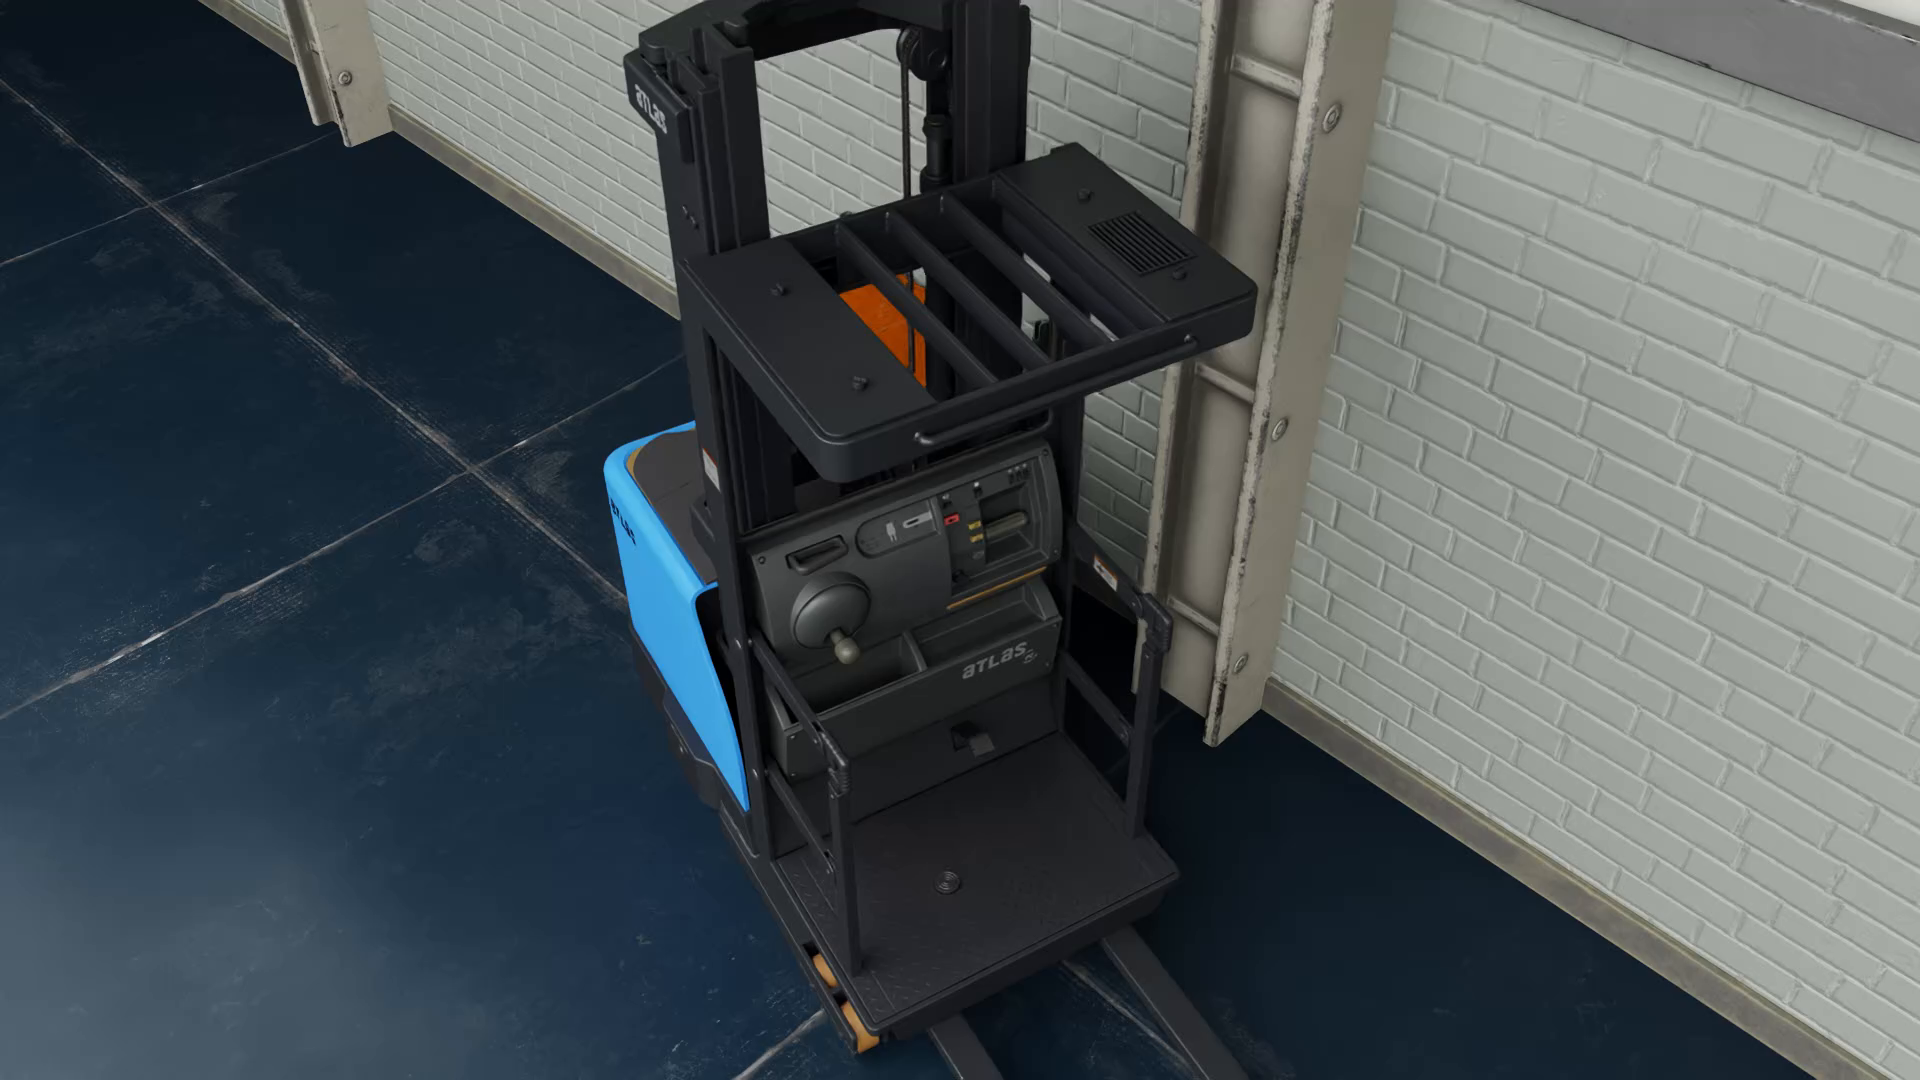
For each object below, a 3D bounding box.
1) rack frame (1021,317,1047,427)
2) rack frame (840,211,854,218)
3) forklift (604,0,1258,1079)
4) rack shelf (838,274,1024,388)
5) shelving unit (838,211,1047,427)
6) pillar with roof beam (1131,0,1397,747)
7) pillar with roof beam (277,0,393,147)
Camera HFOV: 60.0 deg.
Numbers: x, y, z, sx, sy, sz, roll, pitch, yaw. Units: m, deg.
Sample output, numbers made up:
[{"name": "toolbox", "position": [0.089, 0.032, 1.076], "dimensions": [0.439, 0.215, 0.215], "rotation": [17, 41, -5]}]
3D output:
[{"name": "rack frame", "position": [0.101, -0.248, 6.131], "dimensions": [0.032, 1.125, 0.500], "rotation": [34, 49, 31]}, {"name": "rack frame", "position": [-0.619, -0.732, 6.661], "dimensions": [0.032, 1.125, 0.500], "rotation": [34, 49, 31]}, {"name": "forklift", "position": [-0.020, 0.118, 4.462], "dimensions": [1.130, 2.935, 3.031], "rotation": [-21, 47, -22]}, {"name": "rack shelf", "position": [-0.248, -0.713, 6.207], "dimensions": [1.000, 0.278, 0.538], "rotation": [34, 49, 31]}, {"name": "shelving unit", "position": [-0.259, -0.490, 6.396], "dimensions": [1.048, 1.125, 0.538], "rotation": [34, 49, 31]}, {"name": "pillar with roof beam", "position": [-2.172, -0.666, 0.840], "dimensions": [9.100, 9.000, 0.400], "rotation": [-34, 53, -31]}, {"name": "pillar with roof beam", "position": [-6.409, -3.549, 3.960], "dimensions": [9.100, 9.000, 0.400], "rotation": [-34, 53, -31]}]
